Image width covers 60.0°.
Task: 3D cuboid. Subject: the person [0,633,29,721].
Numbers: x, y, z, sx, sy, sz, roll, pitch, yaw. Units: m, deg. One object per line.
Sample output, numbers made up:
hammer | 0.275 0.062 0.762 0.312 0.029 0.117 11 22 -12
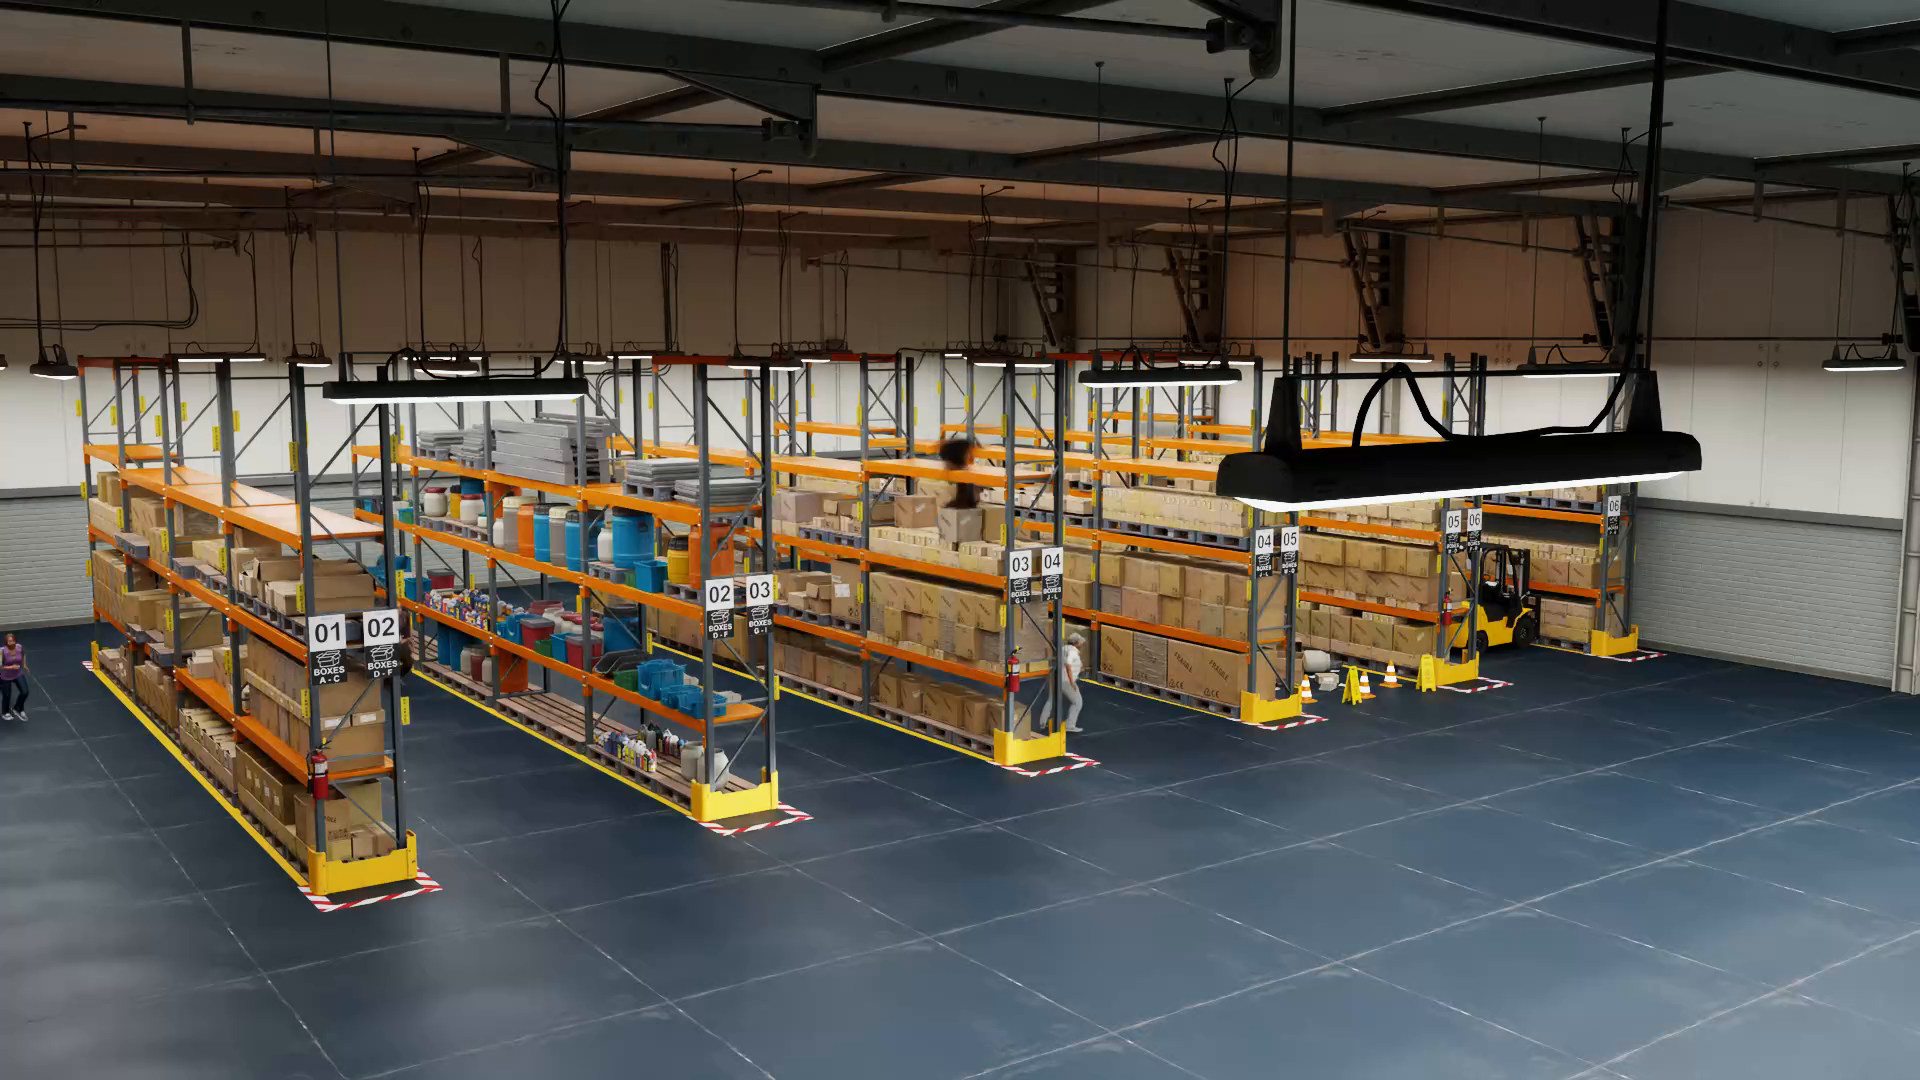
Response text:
person | -15.603 2.307 27.398 0.868 1.397 0.545 6 9 42

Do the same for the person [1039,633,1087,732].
person | 1.707 2.292 26.921 0.803 1.606 0.681 -4 8 -28

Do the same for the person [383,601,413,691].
person | -10.086 1.900 29.752 0.877 1.670 0.706 7 10 44

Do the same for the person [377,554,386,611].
person | -12.827 0.964 37.387 0.750 1.785 0.665 -2 7 -16
